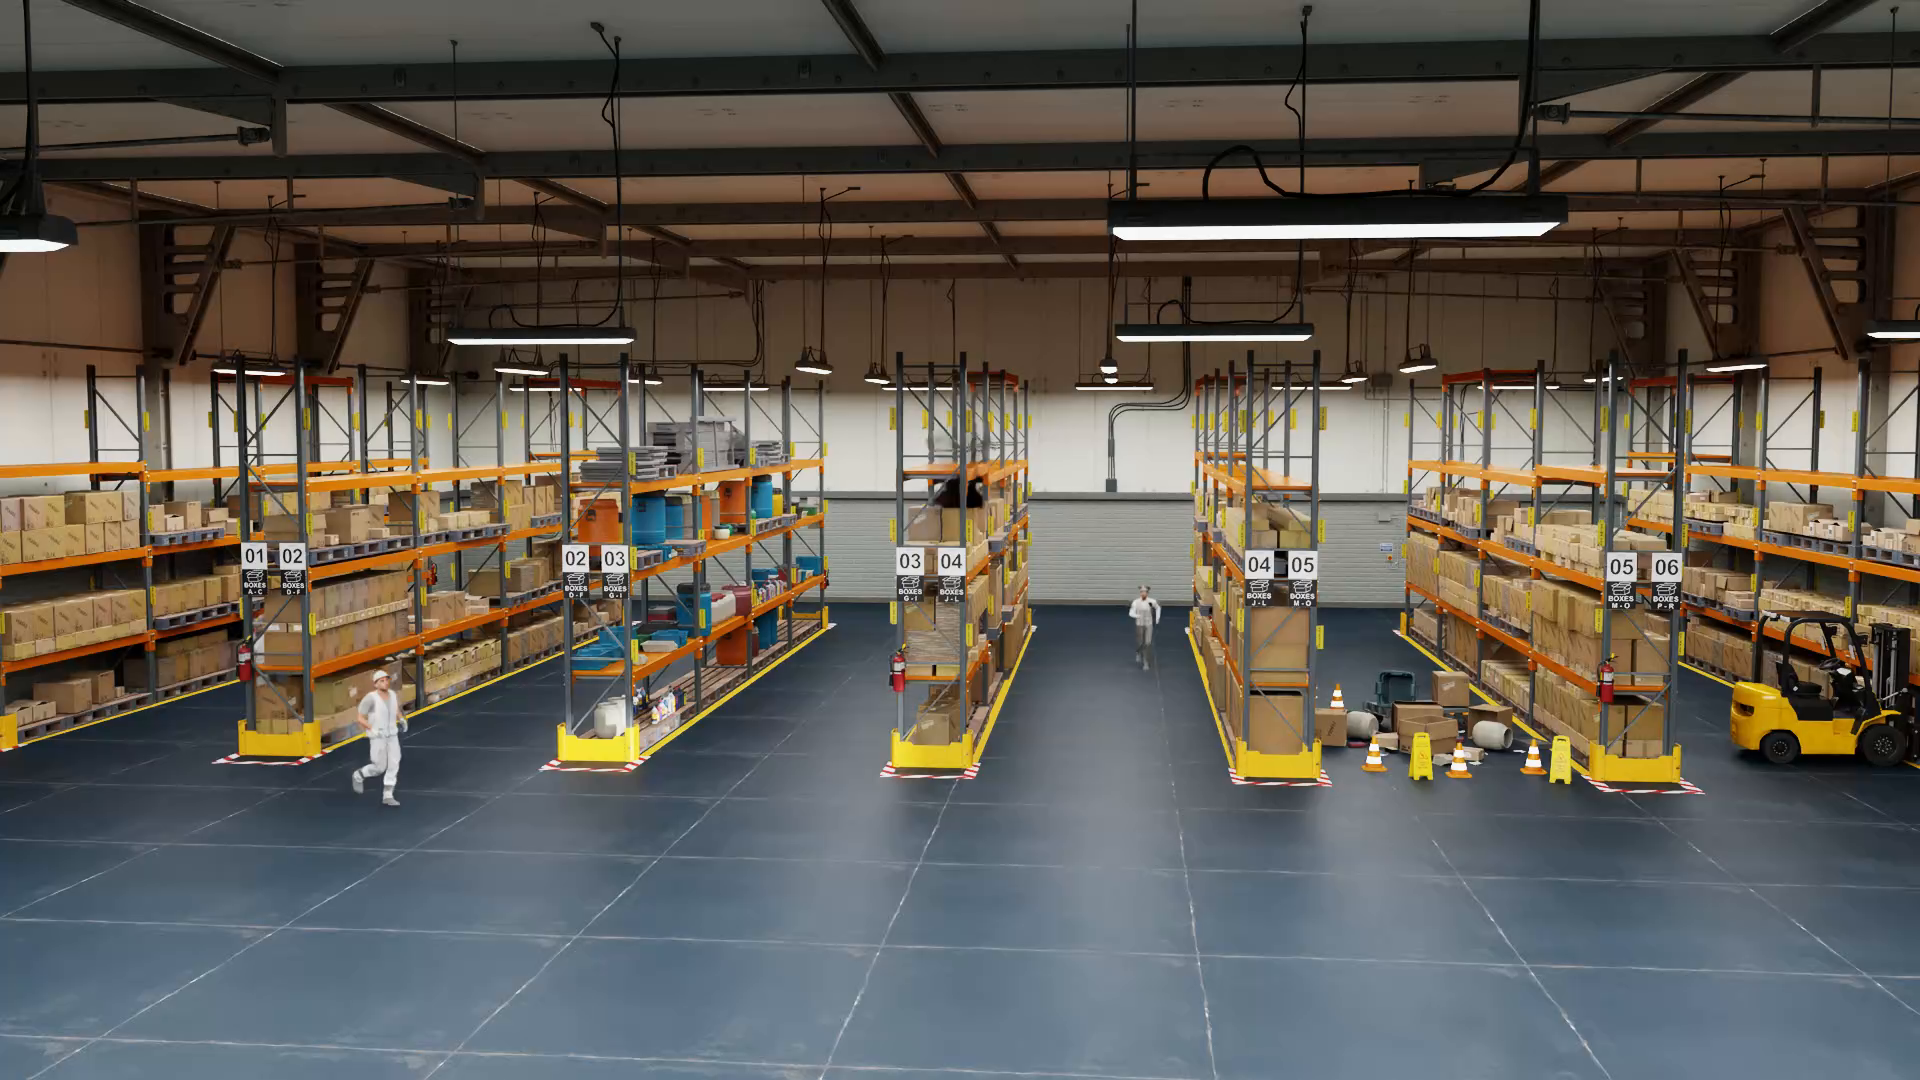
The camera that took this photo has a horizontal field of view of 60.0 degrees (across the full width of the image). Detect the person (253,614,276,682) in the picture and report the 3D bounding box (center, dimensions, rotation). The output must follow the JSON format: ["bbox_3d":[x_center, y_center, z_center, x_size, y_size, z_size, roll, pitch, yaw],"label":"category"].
[{"bbox_3d":[-11.933,2.118,28.452,0.673,1.699,0.884,0,4,0],"label":"person"}]

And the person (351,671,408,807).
[{"bbox_3d":[-7.607,2.584,21.826,0.768,1.769,0.660,3,5,35],"label":"person"}]

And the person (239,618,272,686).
[{"bbox_3d":[-11.642,2.170,27.635,0.666,1.774,0.841,0,4,-4],"label":"person"}]

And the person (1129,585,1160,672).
[{"bbox_3d":[3.755,1.756,33.794,0.620,1.717,0.937,1,4,7],"label":"person"}]
